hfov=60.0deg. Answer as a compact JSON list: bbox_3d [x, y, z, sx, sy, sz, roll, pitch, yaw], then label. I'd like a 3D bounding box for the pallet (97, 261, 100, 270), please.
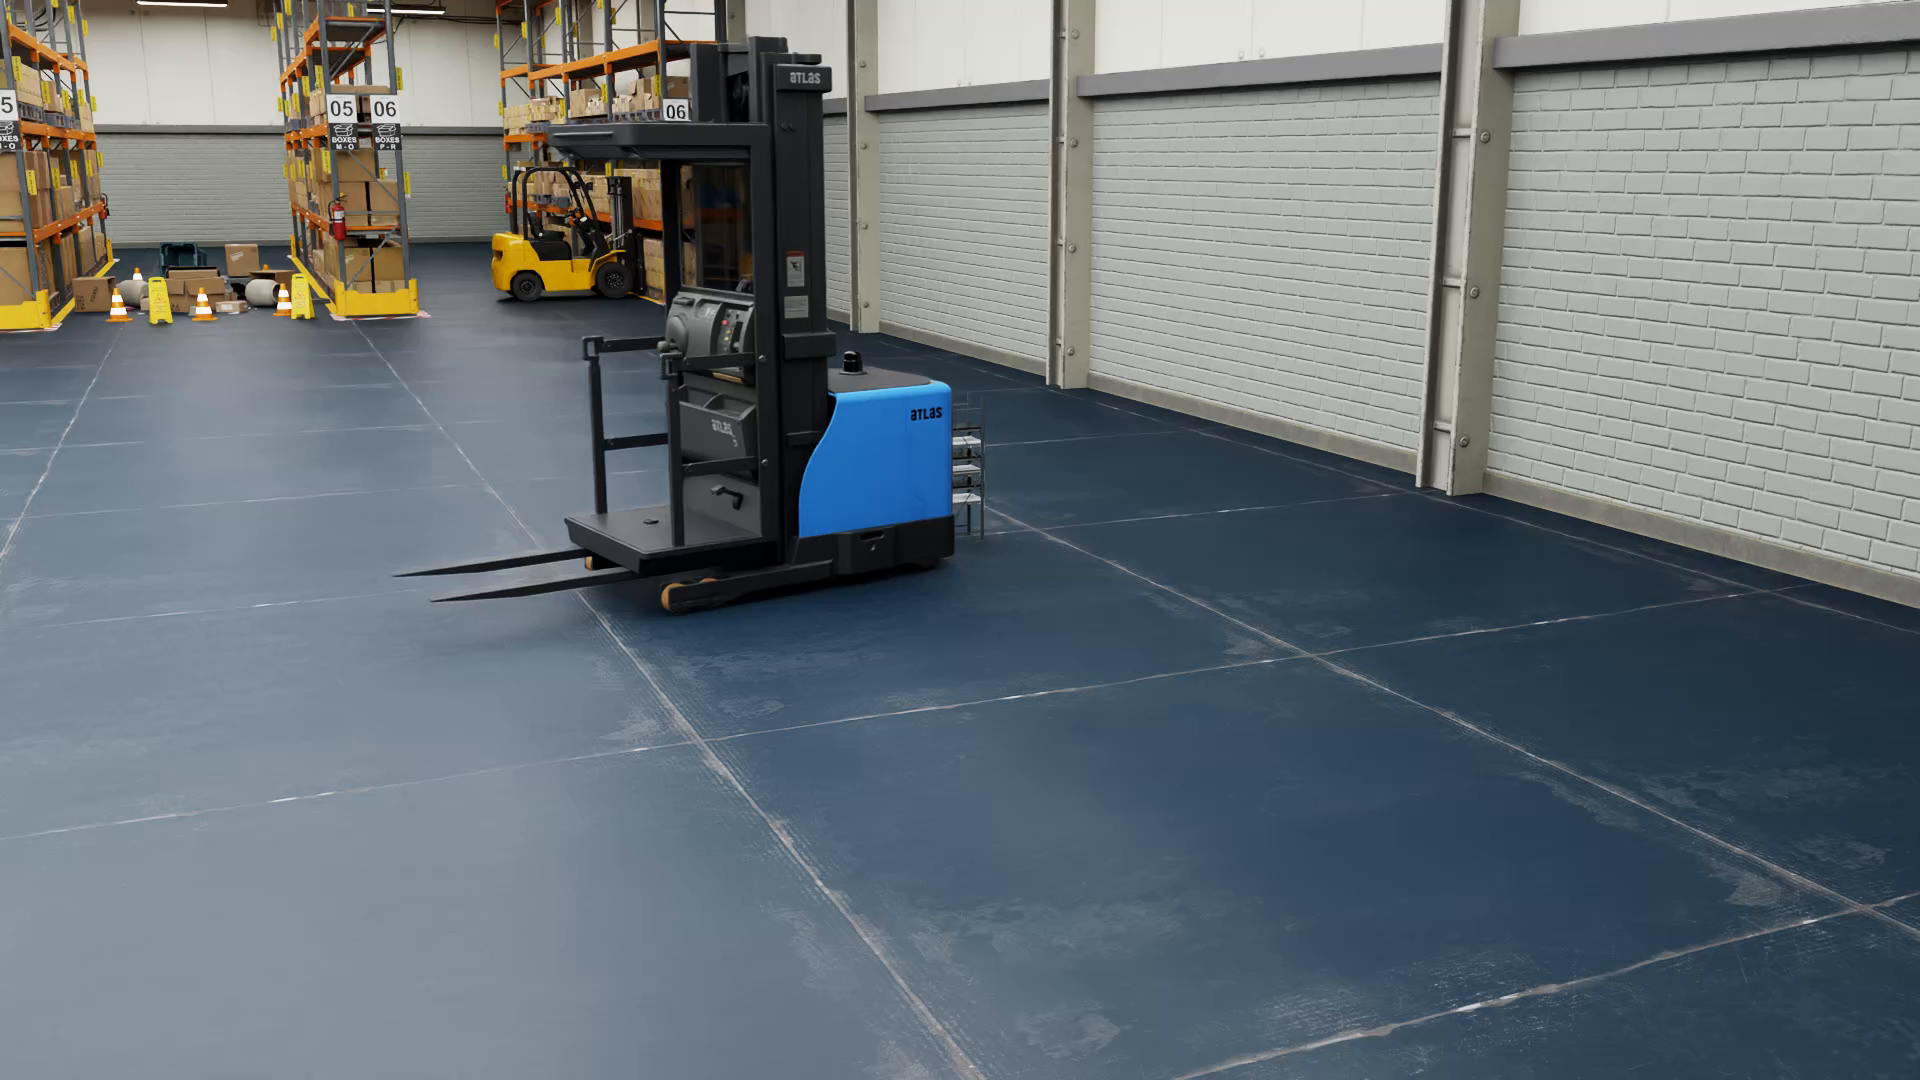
[{"bbox_3d":[-18.384,-5.661,34.362,1.003,0.211,1.213,-6,14,-23],"label":"pallet"}]

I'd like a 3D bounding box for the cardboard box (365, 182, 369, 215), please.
[{"bbox_3d":[-8.926,-5.296,25.719,0.500,0.500,0.500,-5,14,-21],"label":"cardboard box"}]

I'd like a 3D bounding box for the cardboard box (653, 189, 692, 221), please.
[{"bbox_3d":[-4.672,-5.449,27.038,0.500,0.500,0.500,-6,14,-24],"label":"cardboard box"}]

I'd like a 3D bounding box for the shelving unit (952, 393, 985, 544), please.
[{"bbox_3d":[-0.003,-0.440,10.276,0.258,0.900,0.210,-6,14,-23],"label":"shelving unit"}]

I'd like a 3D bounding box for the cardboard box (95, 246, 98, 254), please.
[{"bbox_3d":[-17.934,-5.948,34.151,0.380,0.149,0.250,-5,14,-20],"label":"cardboard box"}]

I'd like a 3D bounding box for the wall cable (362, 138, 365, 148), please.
[{"bbox_3d":[-16.175,-9.967,44.528,0.588,1.984,0.122,-6,14,-23],"label":"wall cable"}]

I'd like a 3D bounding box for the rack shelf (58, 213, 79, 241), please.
[{"bbox_3d":[-15.679,-5.294,28.187,1.077,0.370,4.000,-6,14,-23],"label":"rack shelf"}]

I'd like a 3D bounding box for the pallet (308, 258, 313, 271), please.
[{"bbox_3d":[-13.209,-5.841,35.139,1.003,0.211,1.213,-6,14,-23],"label":"pallet"}]

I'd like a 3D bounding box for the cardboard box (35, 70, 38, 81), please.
[{"bbox_3d":[-14.338,-7.113,25.434,0.380,0.149,0.250,-6,14,-23],"label":"cardboard box"}]

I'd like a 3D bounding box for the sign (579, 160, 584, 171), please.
[{"bbox_3d":[-8.534,-8.416,37.513,0.100,0.325,0.005,-6,14,-23],"label":"sign"}]

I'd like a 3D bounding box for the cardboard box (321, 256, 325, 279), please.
[{"bbox_3d":[-10.886,-4.880,29.699,0.950,0.372,0.625,-5,14,-19],"label":"cardboard box"}]

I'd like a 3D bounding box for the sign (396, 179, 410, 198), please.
[{"bbox_3d":[-15.117,-9.542,45.157,0.329,0.494,0.001,-6,14,-23],"label":"sign"}]

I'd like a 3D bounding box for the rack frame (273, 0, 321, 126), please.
[{"bbox_3d":[-15.190,-11.101,38.378,1.000,3.000,0.127,-6,14,-23],"label":"rack frame"}]

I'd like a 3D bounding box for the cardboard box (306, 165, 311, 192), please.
[{"bbox_3d":[-12.017,-6.810,31.329,0.500,0.500,0.500,-6,14,-25],"label":"cardboard box"}]

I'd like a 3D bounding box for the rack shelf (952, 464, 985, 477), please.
[{"bbox_3d":[-0.003,-0.408,10.283,0.258,0.077,0.200,-6,14,-23],"label":"rack shelf"}]

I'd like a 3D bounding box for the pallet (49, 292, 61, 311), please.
[{"bbox_3d":[-14.645,-3.709,25.925,1.003,0.211,1.213,-6,14,-23],"label":"pallet"}]

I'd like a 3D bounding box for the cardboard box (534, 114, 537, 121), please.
[{"bbox_3d":[-8.999,-9.136,35.942,0.380,0.149,0.250,-5,14,-22],"label":"cardboard box"}]

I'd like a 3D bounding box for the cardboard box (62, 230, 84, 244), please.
[{"bbox_3d":[-16.738,-5.679,31.204,0.500,0.250,0.500,-6,14,-24],"label":"cardboard box"}]

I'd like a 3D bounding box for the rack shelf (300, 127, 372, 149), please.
[{"bbox_3d":[-11.184,-7.223,29.870,1.077,0.370,4.000,-6,14,-23],"label":"rack shelf"}]

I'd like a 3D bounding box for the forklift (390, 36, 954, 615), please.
[{"bbox_3d":[-1.532,-1.172,8.935,3.031,2.935,1.130,-9,16,-34],"label":"forklift"}]

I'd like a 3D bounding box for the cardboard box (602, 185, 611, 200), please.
[{"bbox_3d":[-6.267,-6.397,30.582,0.500,0.250,0.500,-6,14,-24],"label":"cardboard box"}]

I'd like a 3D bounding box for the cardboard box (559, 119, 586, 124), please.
[{"bbox_3d":[-7.866,-8.447,33.895,0.500,0.250,0.500,-6,14,-25],"label":"cardboard box"}]

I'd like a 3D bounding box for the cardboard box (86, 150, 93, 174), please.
[{"bbox_3d":[-18.435,-7.893,34.721,0.500,0.500,0.500,-5,14,-22],"label":"cardboard box"}]

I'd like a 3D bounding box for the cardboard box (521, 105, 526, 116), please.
[{"bbox_3d":[-9.675,-9.765,37.819,0.500,0.250,0.500,-6,14,-24],"label":"cardboard box"}]

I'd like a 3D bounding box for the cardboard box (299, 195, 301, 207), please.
[{"bbox_3d":[-13.253,-6.950,34.080,0.500,0.250,0.500,-6,14,-23],"label":"cardboard box"}]

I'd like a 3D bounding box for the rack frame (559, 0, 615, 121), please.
[{"bbox_3d":[-7.438,-9.897,33.177,1.000,3.000,0.127,-6,14,-23],"label":"rack frame"}]

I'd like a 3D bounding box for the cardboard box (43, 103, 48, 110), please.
[{"bbox_3d":[-15.201,-7.137,27.304,0.380,0.149,0.250,-6,14,-23],"label":"cardboard box"}]

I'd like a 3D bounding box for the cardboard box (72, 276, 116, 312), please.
[{"bbox_3d":[-13.316,-3.787,25.617,0.500,0.500,0.500,-3,13,-13],"label":"cardboard box"}]

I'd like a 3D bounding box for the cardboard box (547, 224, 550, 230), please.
[{"bbox_3d":[-8.959,-6.956,36.944,0.380,0.149,0.250,-6,14,-25],"label":"cardboard box"}]

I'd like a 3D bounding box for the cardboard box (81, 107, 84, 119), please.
[{"bbox_3d":[-18.251,-8.740,34.054,0.500,0.250,0.500,-6,14,-23],"label":"cardboard box"}]

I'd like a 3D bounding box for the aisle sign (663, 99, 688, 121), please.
[{"bbox_3d":[-4.477,-6.548,26.246,0.394,0.787,0.004,-6,14,-23],"label":"aisle sign"}]

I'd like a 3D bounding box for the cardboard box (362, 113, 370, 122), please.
[{"bbox_3d":[-8.803,-6.356,25.084,0.380,0.149,0.250,-6,14,-25],"label":"cardboard box"}]

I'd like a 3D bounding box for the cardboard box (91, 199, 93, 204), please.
[{"bbox_3d":[-18.367,-7.061,34.785,0.380,0.149,0.250,-5,14,-22],"label":"cardboard box"}]

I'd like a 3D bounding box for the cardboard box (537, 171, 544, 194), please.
[{"bbox_3d":[-8.844,-7.827,36.384,0.700,0.500,0.500,-5,14,-22],"label":"cardboard box"}]

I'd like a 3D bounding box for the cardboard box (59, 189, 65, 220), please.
[{"bbox_3d":[-15.045,-5.517,27.334,0.500,0.500,0.500,-6,14,-23],"label":"cardboard box"}]

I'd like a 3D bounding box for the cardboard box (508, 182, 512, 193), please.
[{"bbox_3d":[-10.708,-8.581,40.468,0.500,0.250,0.500,-6,14,-23],"label":"cardboard box"}]

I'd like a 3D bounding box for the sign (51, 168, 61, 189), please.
[{"bbox_3d":[-14.370,-5.742,26.432,0.100,0.325,0.005,-6,14,-23],"label":"sign"}]

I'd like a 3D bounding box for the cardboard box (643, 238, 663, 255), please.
[{"bbox_3d":[-5.125,-4.949,28.051,0.500,0.250,0.500,-5,14,-22],"label":"cardboard box"}]

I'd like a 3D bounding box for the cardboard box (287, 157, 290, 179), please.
[{"bbox_3d":[-15.045,-8.483,37.932,0.500,0.500,0.500,-6,14,-24],"label":"cardboard box"}]

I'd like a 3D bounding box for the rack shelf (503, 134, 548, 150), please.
[{"bbox_3d":[-9.842,-9.325,38.952,1.077,0.370,4.000,-6,14,-23],"label":"rack shelf"}]

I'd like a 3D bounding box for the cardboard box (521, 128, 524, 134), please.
[{"bbox_3d":[-9.931,-9.455,38.476,0.380,0.149,0.250,-5,14,-22],"label":"cardboard box"}]

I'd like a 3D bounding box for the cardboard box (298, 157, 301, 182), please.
[{"bbox_3d":[-13.034,-7.458,33.504,0.500,0.500,0.500,-6,14,-24],"label":"cardboard box"}]

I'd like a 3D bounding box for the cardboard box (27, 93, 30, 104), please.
[{"bbox_3d":[-13.624,-6.358,23.939,0.380,0.149,0.250,-6,14,-23],"label":"cardboard box"}]

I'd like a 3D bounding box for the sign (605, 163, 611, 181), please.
[{"bbox_3d":[-6.329,-6.623,29.941,0.100,0.325,0.005,-6,14,-23],"label":"sign"}]

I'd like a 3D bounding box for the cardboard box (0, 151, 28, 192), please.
[{"bbox_3d":[-13.389,-5.084,22.957,0.875,0.550,0.550,-6,14,-23],"label":"cardboard box"}]

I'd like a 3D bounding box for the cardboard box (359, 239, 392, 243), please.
[{"bbox_3d":[-9.694,-4.727,27.644,0.500,0.500,0.500,-5,14,-22],"label":"cardboard box"}]

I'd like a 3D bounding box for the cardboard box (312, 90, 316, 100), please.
[{"bbox_3d":[-10.246,-7.169,26.829,0.380,0.149,0.250,-6,14,-23],"label":"cardboard box"}]

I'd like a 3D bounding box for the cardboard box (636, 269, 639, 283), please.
[{"bbox_3d":[-5.323,-4.569,28.623,0.500,0.250,0.500,-5,14,-21],"label":"cardboard box"}]

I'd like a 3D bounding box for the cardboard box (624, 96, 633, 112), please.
[{"bbox_3d":[-5.520,-7.463,28.458,0.396,0.266,0.258,-6,14,-24],"label":"cardboard box"}]

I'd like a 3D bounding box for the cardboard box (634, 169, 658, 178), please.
[{"bbox_3d":[-5.392,-6.306,28.645,0.380,0.149,0.250,-6,14,-23],"label":"cardboard box"}]

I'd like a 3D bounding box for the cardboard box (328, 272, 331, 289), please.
[{"bbox_3d":[-10.170,-4.309,27.501,0.500,0.250,0.500,-5,14,-20],"label":"cardboard box"}]
